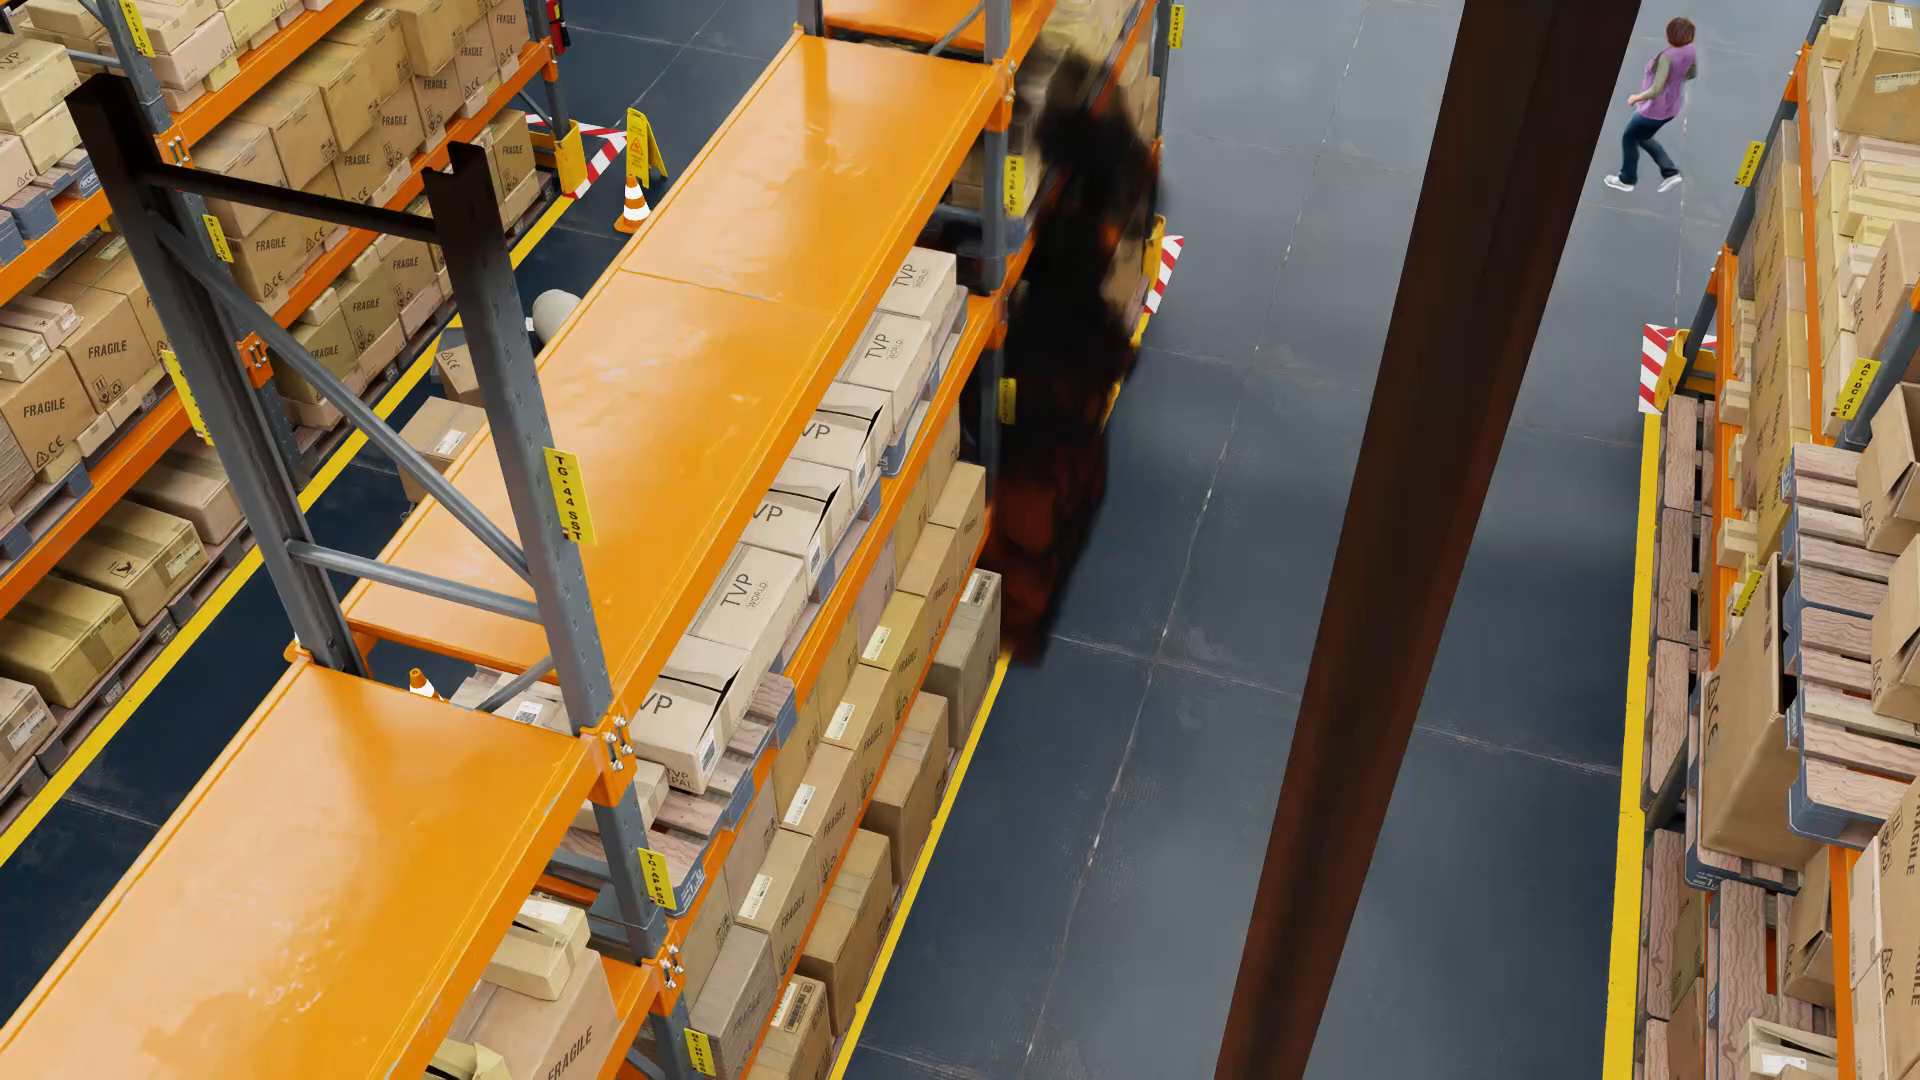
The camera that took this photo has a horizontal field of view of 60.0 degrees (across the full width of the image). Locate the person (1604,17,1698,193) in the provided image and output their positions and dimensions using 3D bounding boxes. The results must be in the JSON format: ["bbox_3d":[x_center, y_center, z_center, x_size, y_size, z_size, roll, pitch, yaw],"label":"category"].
[{"bbox_3d":[5.615,-3.410,13.309,0.565,1.585,0.622,-26,51,-23],"label":"person"}]
